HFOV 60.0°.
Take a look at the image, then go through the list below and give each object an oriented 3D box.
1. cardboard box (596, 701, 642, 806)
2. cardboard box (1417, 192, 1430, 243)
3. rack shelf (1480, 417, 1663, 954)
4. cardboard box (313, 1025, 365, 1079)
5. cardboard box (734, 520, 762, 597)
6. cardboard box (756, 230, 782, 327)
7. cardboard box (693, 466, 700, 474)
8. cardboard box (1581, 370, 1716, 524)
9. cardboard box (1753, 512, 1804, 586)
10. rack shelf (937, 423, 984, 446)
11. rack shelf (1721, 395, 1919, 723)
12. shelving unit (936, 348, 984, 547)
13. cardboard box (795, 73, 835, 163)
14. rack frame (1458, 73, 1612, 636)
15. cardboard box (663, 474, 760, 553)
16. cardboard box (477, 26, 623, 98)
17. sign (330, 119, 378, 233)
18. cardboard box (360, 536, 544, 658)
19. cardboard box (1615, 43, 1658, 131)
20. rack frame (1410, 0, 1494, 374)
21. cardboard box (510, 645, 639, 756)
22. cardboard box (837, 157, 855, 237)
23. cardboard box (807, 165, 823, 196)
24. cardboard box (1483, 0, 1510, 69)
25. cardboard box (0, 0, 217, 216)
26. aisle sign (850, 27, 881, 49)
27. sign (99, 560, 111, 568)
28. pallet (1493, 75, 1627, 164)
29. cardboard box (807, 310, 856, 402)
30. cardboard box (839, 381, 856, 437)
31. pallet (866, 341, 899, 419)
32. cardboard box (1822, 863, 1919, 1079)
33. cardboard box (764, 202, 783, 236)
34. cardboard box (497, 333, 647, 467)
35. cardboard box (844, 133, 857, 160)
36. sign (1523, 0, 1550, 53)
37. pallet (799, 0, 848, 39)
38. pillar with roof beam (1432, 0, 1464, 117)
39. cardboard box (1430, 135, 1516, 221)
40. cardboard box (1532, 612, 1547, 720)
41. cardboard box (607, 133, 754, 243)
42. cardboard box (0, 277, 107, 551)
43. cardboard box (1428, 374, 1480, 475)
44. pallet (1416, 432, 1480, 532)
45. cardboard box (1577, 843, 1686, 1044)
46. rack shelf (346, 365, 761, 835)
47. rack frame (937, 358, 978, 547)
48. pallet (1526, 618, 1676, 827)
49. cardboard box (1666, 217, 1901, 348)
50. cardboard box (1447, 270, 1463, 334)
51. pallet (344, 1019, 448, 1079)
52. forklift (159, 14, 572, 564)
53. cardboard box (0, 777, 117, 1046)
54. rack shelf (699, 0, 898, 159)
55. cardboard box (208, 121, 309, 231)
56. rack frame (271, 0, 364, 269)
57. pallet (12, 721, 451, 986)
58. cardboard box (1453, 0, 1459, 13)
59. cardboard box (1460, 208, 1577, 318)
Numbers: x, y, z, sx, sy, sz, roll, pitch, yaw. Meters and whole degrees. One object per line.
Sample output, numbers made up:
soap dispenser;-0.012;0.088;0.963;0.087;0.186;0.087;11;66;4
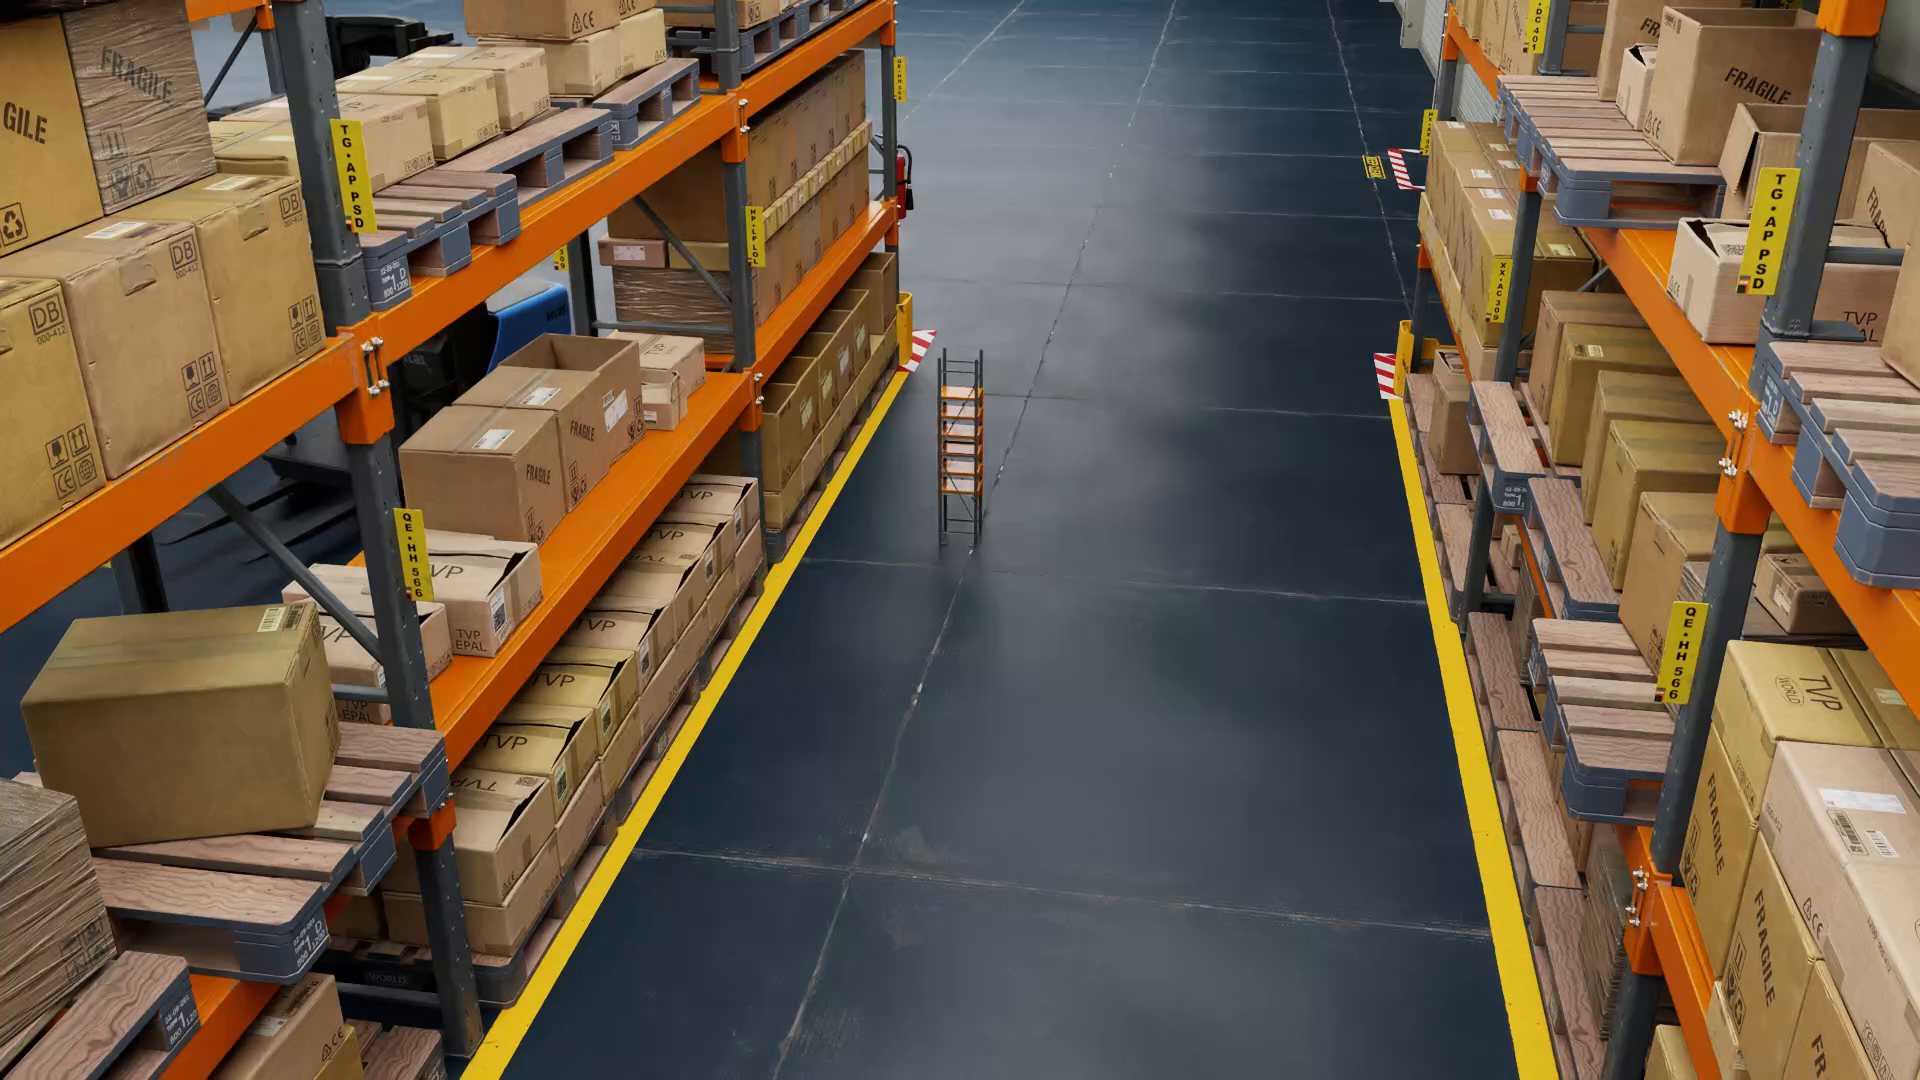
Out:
cardboard box;-1.754;0.933;7.466;0.500;0.250;0.500;3;25;7
cardboard box;3.513;-2.258;11.690;0.500;0.250;0.500;3;25;7
rack shelf;2.925;0.336;6.843;1.077;0.370;4.000;4;25;9
cardboard box;-2.211;1.845;5.199;0.500;0.500;0.500;5;26;11
cardboard box;-1.418;0.081;9.288;0.500;0.250;0.500;4;25;8
cardboard box;-1.490;-1.620;10.056;0.700;0.500;0.500;4;25;8
cardboard box;-1.776;-0.322;10.148;0.500;0.250;0.500;4;25;9
cardboard box;2.960;-0.350;6.822;0.700;0.500;0.500;8;26;16
cardboard box;2.663;0.026;5.254;0.380;0.149;0.250;0;25;0
rack shelf;0.002;-0.618;9.977;0.258;0.103;0.180;4;25;9
rack shelf;2.271;0.650;2.633;1.077;0.370;4.000;4;25;9
shelving unit;0.002;-0.549;10.009;0.258;1.200;0.189;4;25;9
cardboard box;-1.242;-2.826;11.101;0.700;0.500;0.500;4;25;9
rack frame;3.252;-0.826;8.477;1.000;3.000;0.127;4;25;9
cardboard box;-1.419;-0.178;9.178;0.500;0.311;0.500;4;25;9
cardboard box;-1.833;-2.162;7.474;0.500;0.250;0.500;2;25;3
sign;-1.755;-1.049;4.806;0.100;0.325;0.005;4;25;9
cardboard box;-1.952;0.185;6.423;0.500;0.311;0.500;4;25;8
cardboard box;2.983;-1.854;6.744;0.500;0.311;0.500;5;26;10
rack frame;3.906;-2.499;12.051;1.000;3.000;0.127;4;25;9
cardboard box;-1.751;0.674;7.359;0.500;0.311;0.500;3;25;7
cardboard box;-1.152;-2.472;11.875;0.700;0.500;0.500;5;25;10
cardboard box;-1.108;-2.358;10.867;0.380;0.149;0.250;4;25;8
cardboard box;3.239;-2.913;9.255;0.500;0.500;0.500;3;25;6
cardboard box;-2.367;-1.170;4.375;0.500;0.500;0.500;4;25;9
aisle sign;-0.682;-4.026;12.245;0.394;0.787;0.004;4;25;9
sign;-2.838;-0.057;5.467;0.100;0.325;0.005;4;25;9
pallet;3.046;-1.849;7.345;1.213;0.211;1.003;4;25;9
cardboard box;-1.008;-1.252;11.251;0.500;0.500;0.500;4;25;9
cardboard box;-1.012;-0.913;11.410;0.500;0.250;0.500;4;25;9
pallet;-1.066;-1.255;12.683;1.003;0.211;1.213;4;25;9
cardboard box;2.105;0.924;3.361;0.500;0.250;0.500;4;25;9
cardboard box;-1.278;-1.929;9.950;0.380;0.149;0.250;4;25;8
cardboard box;-1.864;-0.673;8.032;0.500;0.500;0.500;6;26;12
cardboard box;-0.940;-2.791;11.790;0.380;0.149;0.250;4;25;8
sign;2.715;-2.454;7.805;0.100;0.325;0.005;4;25;9
pallet;-1.320;-3.354;10.443;1.003;0.211;1.213;4;25;9
pillar with roof beam;2.359;-10.181;21.386;9.100;9.000;0.400;4;25;9
cardboard box;3.440;-2.395;11.098;0.500;0.500;0.500;4;25;9
cardboard box;3.113;0.635;7.785;0.700;0.500;0.500;4;25;7
cardboard box;-1.570;-1.987;9.308;0.700;0.500;0.500;4;25;9
cardboard box;-2.496;-0.283;3.661;0.910;0.500;0.500;4;25;9
cardboard box;3.441;-0.742;10.726;0.700;0.500;0.500;2;25;5
pallet;3.524;-0.359;10.767;1.003;0.211;1.213;4;25;9
cardboard box;2.664;1.475;5.991;0.700;0.500;0.500;4;25;9
rack shelf;-1.963;-0.006;7.573;1.077;0.370;4.000;4;25;9
rack frame;-0.013;-0.511;9.927;0.240;1.200;0.006;4;25;9
pallet;2.609;0.628;5.596;1.213;0.211;1.003;4;25;9
cardboard box;2.449;-0.801;4.965;0.500;0.311;0.500;4;25;9
cardboard box;3.187;-1.406;9.869;0.500;0.250;0.500;4;25;8
pallet;-2.449;2.077;5.563;1.003;0.211;1.213;4;25;9
forklift;-3.754;-1.638;10.293;1.130;2.935;3.031;11;27;21
cardboard box;-2.619;0.910;4.155;0.700;0.500;0.500;9;27;18
rack shelf;-1.309;-3.037;10.511;1.077;0.370;4.000;4;25;9
cardboard box;-2.271;-1.170;5.354;0.500;0.250;0.500;2;25;5
rack frame;-2.290;-2.212;4.361;1.000;3.000;0.127;4;25;9
pallet;-2.331;0.880;5.058;1.213;0.211;1.003;4;25;9
cardboard box;3.604;-3.790;11.128;0.500;0.500;0.500;5;25;10
cardboard box;3.100;-1.536;9.261;0.500;0.500;0.500;4;25;8
